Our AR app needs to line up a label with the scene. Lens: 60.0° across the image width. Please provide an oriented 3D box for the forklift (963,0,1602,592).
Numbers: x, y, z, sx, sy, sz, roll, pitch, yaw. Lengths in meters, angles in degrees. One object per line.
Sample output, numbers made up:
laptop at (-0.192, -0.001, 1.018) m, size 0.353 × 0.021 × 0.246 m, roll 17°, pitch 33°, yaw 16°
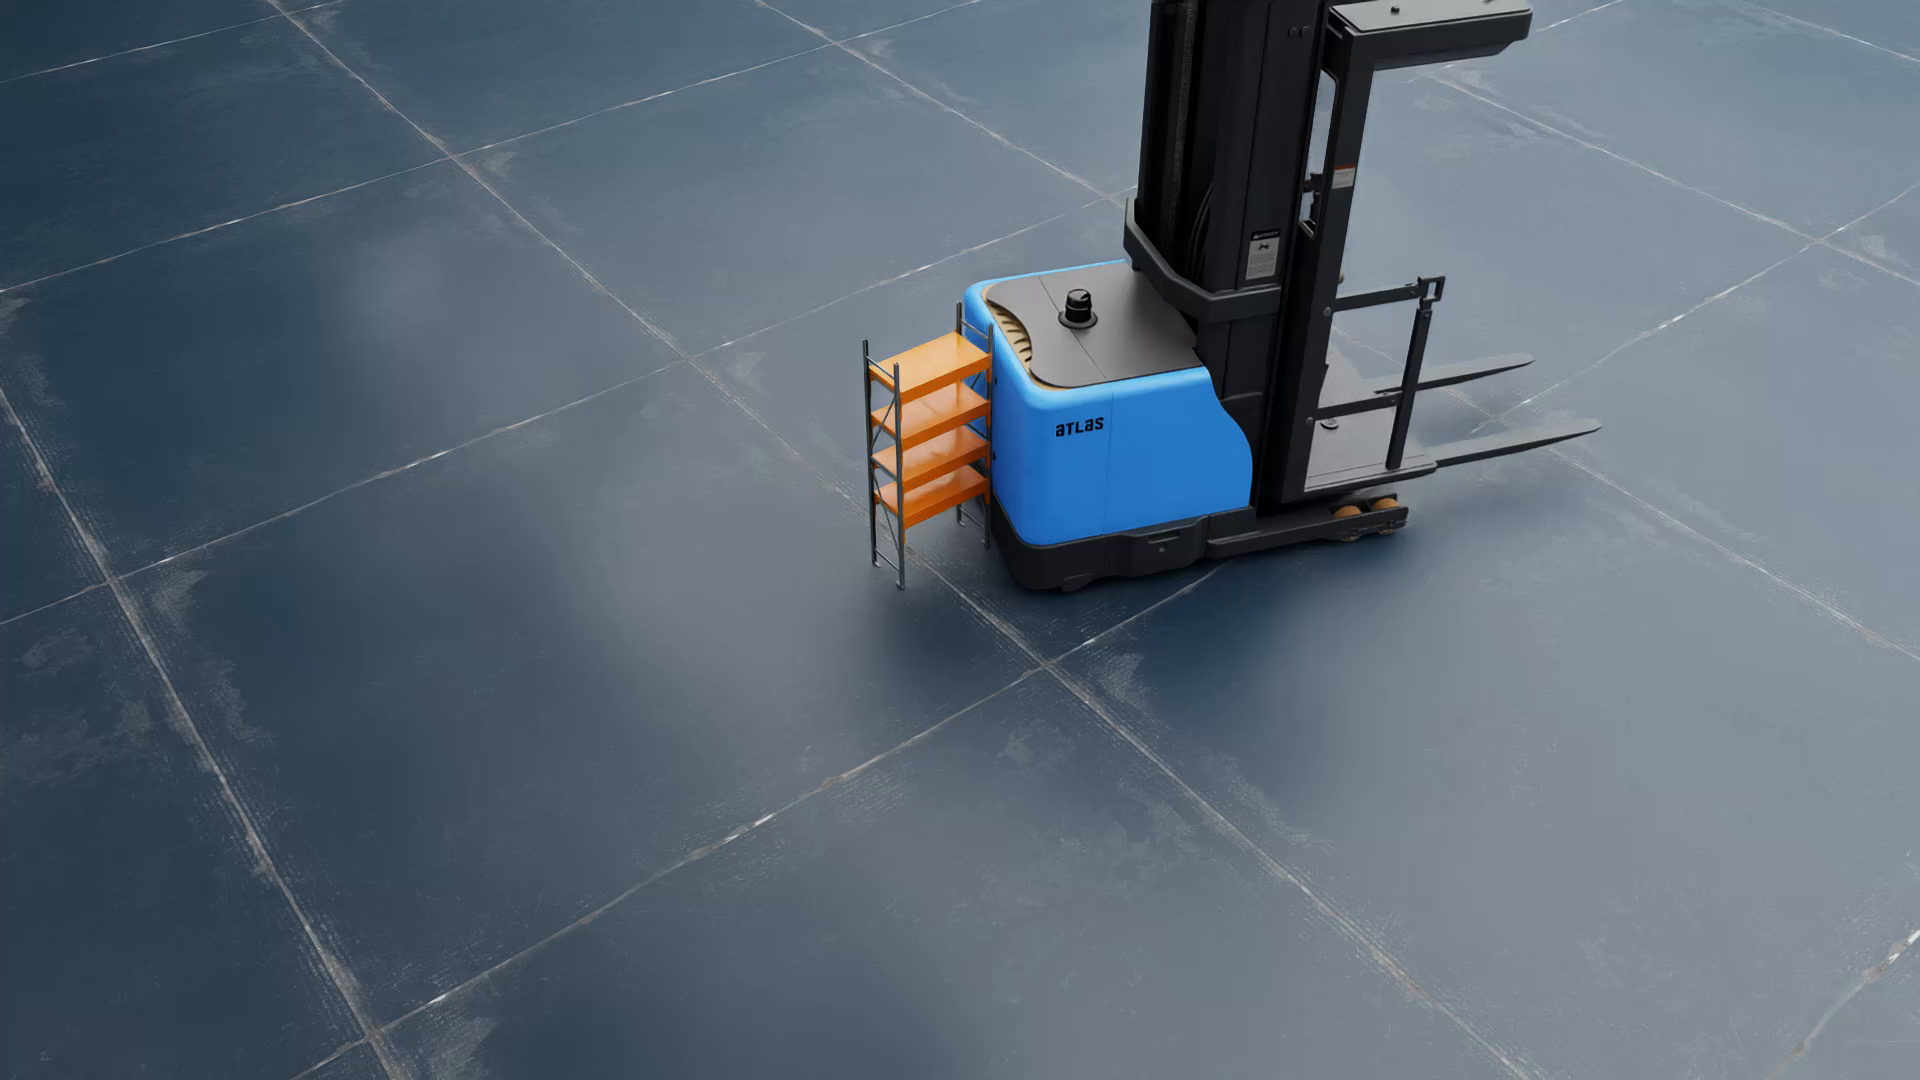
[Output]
forklift at (1.576, -1.436, 7.190) m, size 3.031 × 2.935 × 1.130 m, roll -11°, pitch 41°, yaw -13°

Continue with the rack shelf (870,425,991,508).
rack shelf at (-0.132, -0.348, 7.334) m, size 0.480 × 0.148 × 0.258 m, roll -26°, pitch 46°, yaw -28°

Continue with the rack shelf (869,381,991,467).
rack shelf at (-0.132, -0.521, 7.192) m, size 0.480 × 0.148 × 0.258 m, roll -26°, pitch 46°, yaw -28°

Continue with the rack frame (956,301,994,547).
rack frame at (0.062, -0.494, 7.406) m, size 0.015 × 1.200 × 0.240 m, roll -26°, pitch 46°, yaw -28°

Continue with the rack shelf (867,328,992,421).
rack shelf at (-0.131, -0.704, 7.042) m, size 0.480 × 0.148 × 0.258 m, roll -26°, pitch 46°, yaw -28°

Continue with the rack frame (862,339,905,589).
rack frame at (-0.325, -0.306, 7.176) m, size 0.015 × 1.200 × 0.240 m, roll -26°, pitch 46°, yaw -28°

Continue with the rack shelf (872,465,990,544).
rack shelf at (-0.132, -0.194, 7.460) m, size 0.480 × 0.148 × 0.258 m, roll -26°, pitch 46°, yaw -28°

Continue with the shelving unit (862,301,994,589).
shelving unit at (-0.132, -0.400, 7.291) m, size 0.503 × 1.200 × 0.258 m, roll -26°, pitch 46°, yaw -28°
